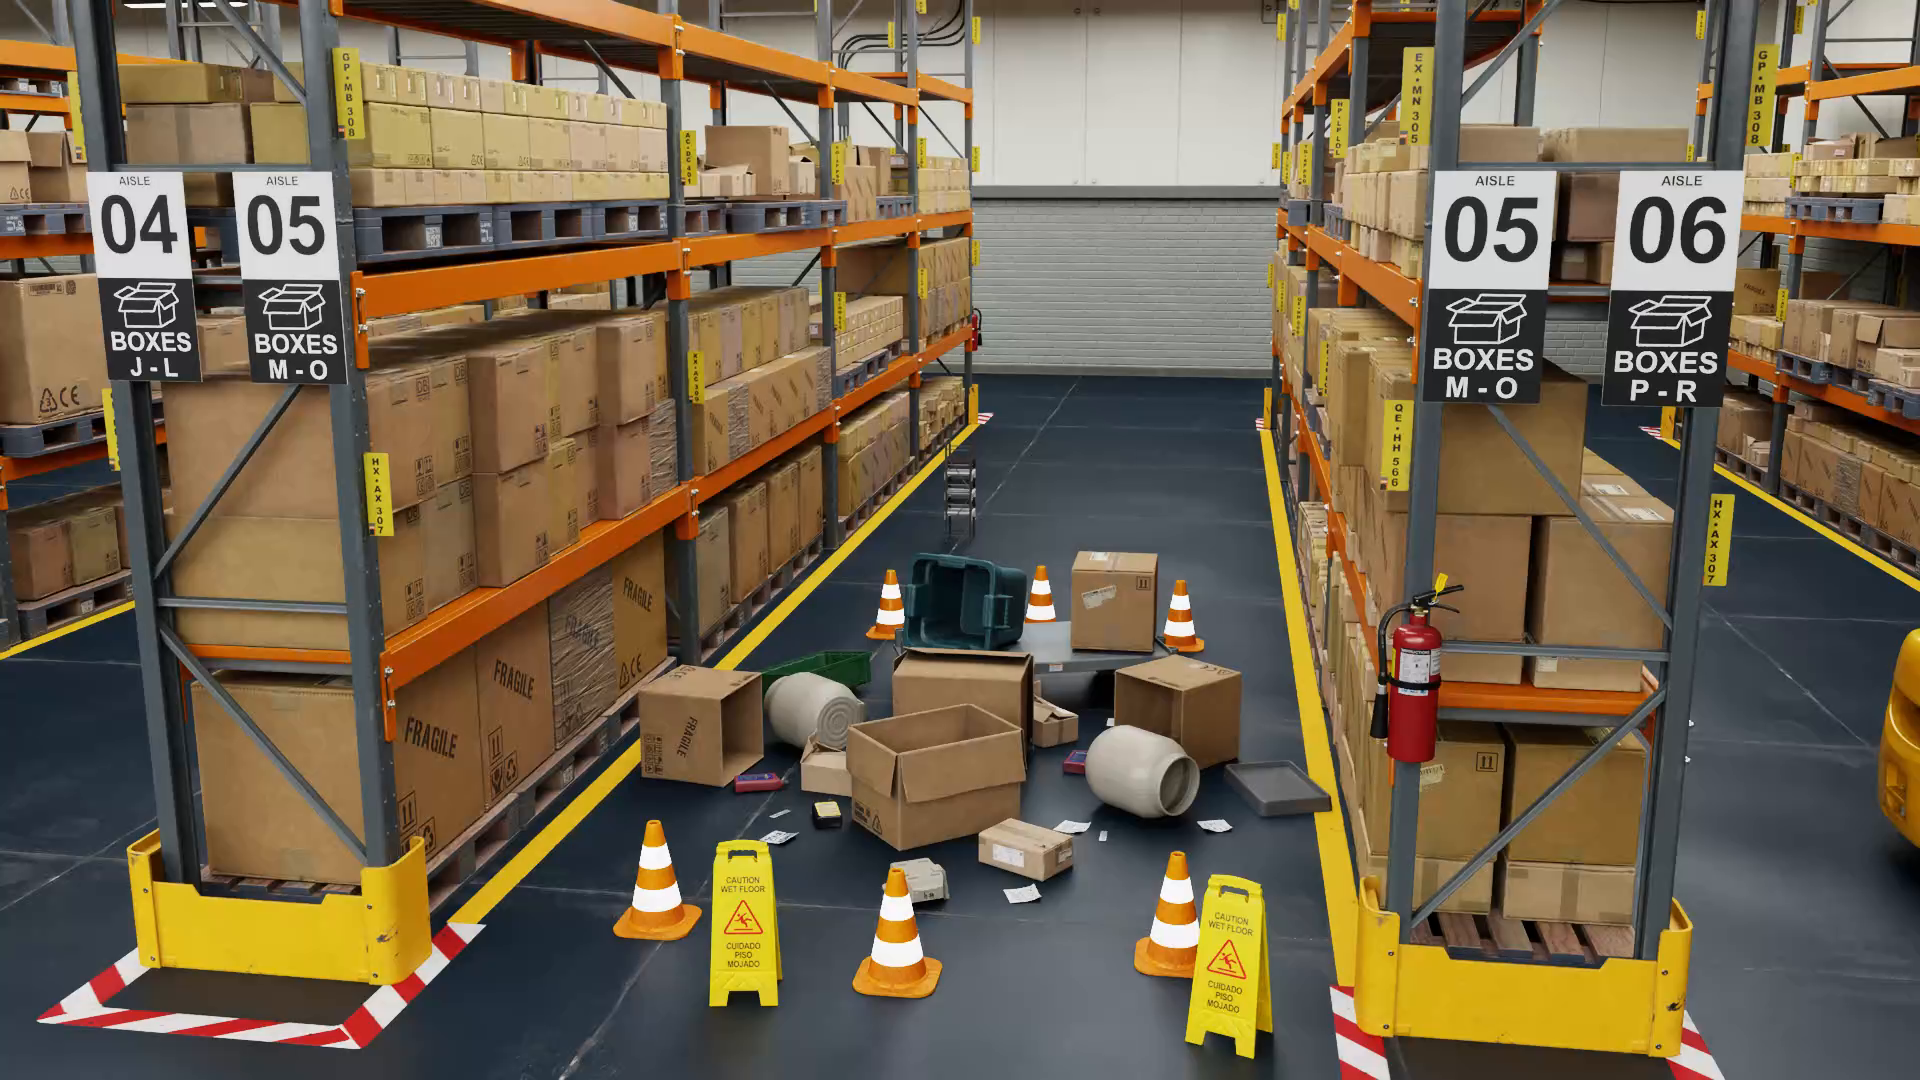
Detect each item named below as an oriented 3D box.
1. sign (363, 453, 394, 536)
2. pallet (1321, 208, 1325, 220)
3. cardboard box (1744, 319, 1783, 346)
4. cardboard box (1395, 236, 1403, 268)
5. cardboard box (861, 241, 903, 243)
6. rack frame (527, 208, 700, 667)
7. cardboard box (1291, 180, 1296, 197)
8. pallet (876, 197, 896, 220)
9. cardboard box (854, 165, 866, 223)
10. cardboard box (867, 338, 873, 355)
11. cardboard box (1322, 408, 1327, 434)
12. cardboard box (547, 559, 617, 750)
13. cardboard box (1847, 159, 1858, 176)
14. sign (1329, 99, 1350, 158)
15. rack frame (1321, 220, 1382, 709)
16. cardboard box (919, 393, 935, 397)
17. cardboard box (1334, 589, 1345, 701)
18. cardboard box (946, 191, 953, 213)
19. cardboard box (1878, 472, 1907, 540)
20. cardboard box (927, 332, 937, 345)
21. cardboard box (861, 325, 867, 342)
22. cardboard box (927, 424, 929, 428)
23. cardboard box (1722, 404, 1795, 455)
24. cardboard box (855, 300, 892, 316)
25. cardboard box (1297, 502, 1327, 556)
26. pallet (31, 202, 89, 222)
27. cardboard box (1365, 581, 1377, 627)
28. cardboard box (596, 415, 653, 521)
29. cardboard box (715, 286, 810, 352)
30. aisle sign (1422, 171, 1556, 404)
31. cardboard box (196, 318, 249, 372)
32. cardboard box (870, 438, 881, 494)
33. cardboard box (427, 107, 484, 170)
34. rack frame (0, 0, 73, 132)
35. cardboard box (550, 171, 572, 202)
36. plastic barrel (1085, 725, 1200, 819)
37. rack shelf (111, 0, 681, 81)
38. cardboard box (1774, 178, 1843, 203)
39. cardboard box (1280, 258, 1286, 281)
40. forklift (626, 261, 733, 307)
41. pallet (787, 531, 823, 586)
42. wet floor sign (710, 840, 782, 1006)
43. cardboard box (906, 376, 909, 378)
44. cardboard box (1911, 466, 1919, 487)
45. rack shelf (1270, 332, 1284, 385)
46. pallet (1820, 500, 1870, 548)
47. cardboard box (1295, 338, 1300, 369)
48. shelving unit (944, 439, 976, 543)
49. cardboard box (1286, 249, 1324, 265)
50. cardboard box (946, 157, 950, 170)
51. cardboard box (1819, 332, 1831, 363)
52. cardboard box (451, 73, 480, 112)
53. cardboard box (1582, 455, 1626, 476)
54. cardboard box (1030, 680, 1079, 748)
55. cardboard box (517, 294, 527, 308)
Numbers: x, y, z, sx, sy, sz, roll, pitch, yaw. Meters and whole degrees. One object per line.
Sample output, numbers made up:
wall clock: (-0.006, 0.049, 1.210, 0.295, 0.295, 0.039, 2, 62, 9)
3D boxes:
sign: (-2.254, -0.176, 6.448, 0.100, 0.325, 0.005, 2, 12, 9)
pallet: (3.859, -3.273, 16.393, 0.805, 0.209, 1.217, 1, 12, 6)
cardboard box: (8.756, -2.223, 17.838, 0.500, 0.250, 0.500, 2, 12, 9)
cardboard box: (2.061, -1.232, 7.067, 0.380, 0.149, 0.250, 2, 12, 8)
cardboard box: (-0.920, -3.343, 20.071, 0.500, 0.500, 0.500, 1, 12, 7)
rack frame: (-2.186, -0.566, 10.501, 1.000, 3.000, 0.127, 2, 12, 9)
cardboard box: (3.411, -3.398, 16.076, 0.380, 0.166, 0.250, 1, 12, 5)
pallet: (-1.312, -3.265, 16.349, 1.213, 0.211, 1.003, 2, 12, 9)
cardboard box: (-1.150, -3.129, 15.033, 0.500, 0.500, 0.500, 2, 12, 9)
cardboard box: (-1.059, -1.898, 16.280, 0.380, 0.149, 0.250, 1, 12, 7)
cardboard box: (2.625, -0.788, 11.128, 0.380, 0.149, 0.250, 2, 12, 9)
cardboard box: (-2.487, 0.584, 9.212, 0.875, 0.875, 0.875, 2, 12, 9)
cardboard box: (8.247, -3.357, 14.986, 0.380, 0.149, 0.250, 2, 12, 9)
sign: (2.172, -2.356, 9.522, 0.100, 0.325, 0.005, 2, 12, 9)
rack frame: (2.721, -0.427, 9.854, 1.000, 3.000, 0.127, 2, 12, 9)
cardboard box: (-0.509, -1.673, 19.996, 0.380, 0.149, 0.250, 1, 12, 6)
cardboard box: (2.292, 0.571, 8.972, 0.500, 0.500, 0.500, 2, 12, 11)
cardboard box: (-0.372, -4.033, 19.825, 0.500, 0.250, 0.500, 2, 12, 11)
cardboard box: (8.181, -0.282, 14.117, 0.500, 0.500, 0.500, 2, 12, 8)
cardboard box: (-0.482, -2.377, 19.500, 0.380, 0.149, 0.250, 2, 12, 10)
cardboard box: (-1.101, -1.989, 15.996, 0.380, 0.149, 0.250, 2, 12, 8)
cardboard box: (-0.565, -1.272, 19.545, 0.380, 0.149, 0.250, 2, 12, 7)
cardboard box: (8.954, -1.231, 18.522, 0.700, 0.500, 0.500, 1, 12, 7)
cardboard box: (-0.907, -2.405, 17.222, 0.380, 0.149, 0.250, 1, 12, 7)
cardboard box: (3.239, -0.063, 13.406, 0.950, 0.372, 0.625, 1, 12, 5)
pallet: (-6.715, -2.464, 12.630, 1.213, 0.211, 1.003, 2, 12, 9)
cardboard box: (1.951, 0.280, 7.169, 0.380, 0.149, 0.250, 2, 12, 10)
cardboard box: (-2.293, -0.447, 9.592, 0.875, 0.550, 0.550, 2, 12, 9)
cardboard box: (-1.650, -1.843, 13.816, 0.700, 0.500, 0.500, 2, 12, 8)
aisle sign: (1.809, -0.861, 5.700, 0.394, 0.787, 0.004, 2, 12, 9)
cardboard box: (-6.487, -1.602, 14.071, 0.700, 0.500, 0.500, 4, 13, 17)
cardboard box: (-1.062, -0.733, 16.211, 0.500, 0.500, 0.500, 2, 12, 7)
cardboard box: (-2.397, -1.724, 7.169, 0.500, 0.250, 0.500, 2, 12, 8)
rack frame: (-10.735, -5.506, 19.184, 1.000, 3.000, 0.127, 2, 12, 9)
cardboard box: (-2.160, -1.760, 8.282, 0.380, 0.149, 0.250, 2, 12, 8)
plastic barrel: (0.927, 1.186, 8.484, 0.421, 0.421, 0.512, -10, 16, -40)
rack shelf: (-2.494, -2.535, 8.055, 1.077, 0.370, 4.000, 2, 12, 9)
cardboard box: (8.683, -3.579, 17.011, 0.500, 0.250, 0.500, 2, 12, 9)
cardboard box: (3.906, -2.949, 18.945, 0.500, 0.500, 0.500, 2, 12, 9)
forklift: (-2.879, -1.874, 16.734, 1.130, 2.935, 3.031, 2, 12, 8)
pallet: (-1.767, 0.126, 13.908, 1.003, 0.211, 1.213, 2, 12, 9)
wet floor sign: (-0.849, 1.488, 6.559, 0.267, 0.644, 0.232, 0, 12, -1)
cardboard box: (-0.757, -2.069, 21.830, 0.380, 0.149, 0.250, 1, 12, 6)
cardboard box: (8.067, -0.511, 13.641, 0.380, 0.149, 0.250, 1, 12, 6)
rack shelf: (4.259, -2.157, 19.589, 1.077, 0.370, 4.000, 2, 12, 9)
pallet: (8.583, -0.144, 15.159, 1.003, 0.211, 1.213, 2, 12, 9)
cardboard box: (3.234, -1.646, 14.683, 0.500, 0.250, 0.500, 2, 12, 7)
shelving unit: (0.001, -0.442, 14.906, 0.258, 0.900, 0.210, 2, 12, 9)
cardboard box: (3.684, -3.021, 17.742, 0.380, 0.149, 0.250, 2, 12, 7)
cardboard box: (-0.329, -4.552, 20.099, 0.380, 0.149, 0.250, 2, 12, 10)
cardboard box: (8.263, -1.795, 15.524, 0.396, 0.266, 0.258, 2, 12, 11)
cardboard box: (-2.317, -1.938, 7.216, 0.380, 0.149, 0.250, 2, 12, 9)
cardboard box: (2.606, -0.092, 7.357, 0.500, 0.500, 0.500, 2, 12, 8)
cardboard box: (0.475, 1.010, 9.678, 0.258, 0.266, 0.396, -7, 14, -30)
cardboard box: (-5.431, -3.046, 19.875, 0.500, 0.500, 0.500, 2, 12, 9)
